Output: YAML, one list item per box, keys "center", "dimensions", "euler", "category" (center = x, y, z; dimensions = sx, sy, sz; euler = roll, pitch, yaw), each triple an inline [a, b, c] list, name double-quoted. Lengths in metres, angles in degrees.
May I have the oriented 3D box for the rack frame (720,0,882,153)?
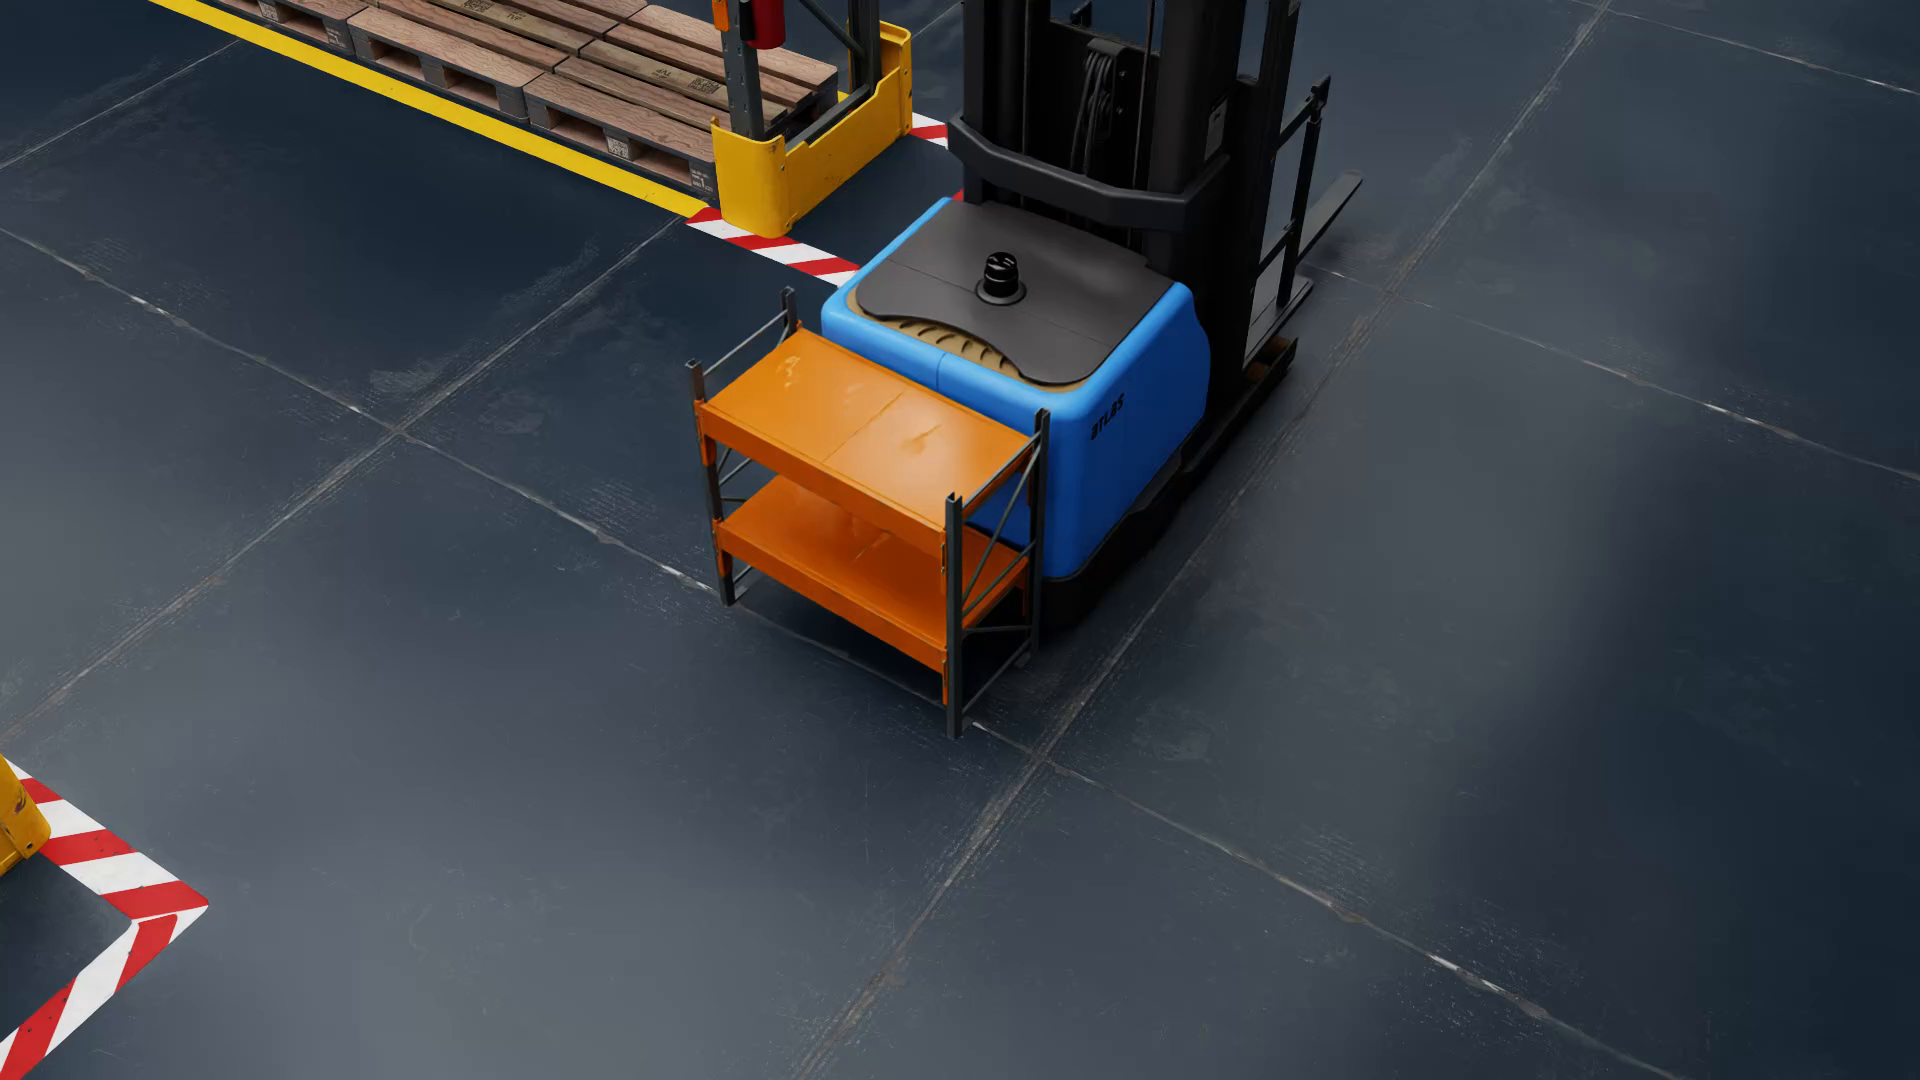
- center: [-0.696, -2.821, 6.900]
  dimensions: [0.127, 3.000, 1.000]
  euler: [25, 51, 22]
  category: "rack frame"

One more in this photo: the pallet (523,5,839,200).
- center: [-1.369, -2.192, 8.233]
  dimensions: [1.213, 0.211, 1.003]
  euler: [25, 51, 22]
  category: "pallet"

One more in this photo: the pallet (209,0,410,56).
- center: [-3.423, -3.137, 9.151]
  dimensions: [1.213, 0.211, 1.003]
  euler: [25, 51, 22]
  category: "pallet"

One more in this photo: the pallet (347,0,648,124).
- center: [-2.392, -2.665, 8.693]
  dimensions: [1.213, 0.211, 1.003]
  euler: [25, 51, 22]
  category: "pallet"

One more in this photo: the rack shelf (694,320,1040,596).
- center: [-0.294, -0.284, 5.334]
  dimensions: [1.000, 0.278, 0.538]
  euler: [28, 52, 24]
  category: "rack shelf"

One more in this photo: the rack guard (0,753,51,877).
- center: [-3.349, 1.049, 4.882]
  dimensions: [0.348, 0.500, 1.175]
  euler: [25, 51, 22]
  category: "rack guard"

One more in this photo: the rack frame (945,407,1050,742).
- center: [0.116, 0.135, 5.334]
  dimensions: [0.032, 1.125, 0.500]
  euler: [28, 52, 24]
  category: "rack frame"

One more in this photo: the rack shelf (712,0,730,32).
- center: [-2.379, -3.345, 7.910]
  dimensions: [4.000, 0.370, 1.077]
  euler: [25, 51, 22]
  category: "rack shelf"

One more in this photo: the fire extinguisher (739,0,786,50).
- center: [-0.814, -2.332, 6.738]
  dimensions: [0.183, 0.674, 0.296]
  euler: [25, 51, 22]
  category: "fire extinguisher"

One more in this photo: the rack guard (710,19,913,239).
- center: [-0.669, -1.949, 7.795]
  dimensions: [0.348, 0.500, 1.175]
  euler: [25, 51, 22]
  category: "rack guard"

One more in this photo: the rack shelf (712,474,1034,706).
- center: [-0.294, 0.090, 5.719]
  dimensions: [1.000, 0.278, 0.538]
  euler: [28, 52, 24]
  category: "rack shelf"

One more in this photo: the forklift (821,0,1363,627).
- center: [0.737, -1.752, 5.908]
  dimensions: [1.130, 2.935, 3.031]
  euler: [25, 51, 22]
  category: "forklift"

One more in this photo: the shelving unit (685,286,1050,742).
- center: [-0.294, -0.080, 5.544]
  dimensions: [1.048, 1.125, 0.538]
  euler: [28, 52, 24]
  category: "shelving unit"

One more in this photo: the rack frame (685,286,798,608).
- center: [-0.704, -0.296, 5.753]
  dimensions: [0.032, 1.125, 0.500]
  euler: [28, 52, 24]
  category: "rack frame"
